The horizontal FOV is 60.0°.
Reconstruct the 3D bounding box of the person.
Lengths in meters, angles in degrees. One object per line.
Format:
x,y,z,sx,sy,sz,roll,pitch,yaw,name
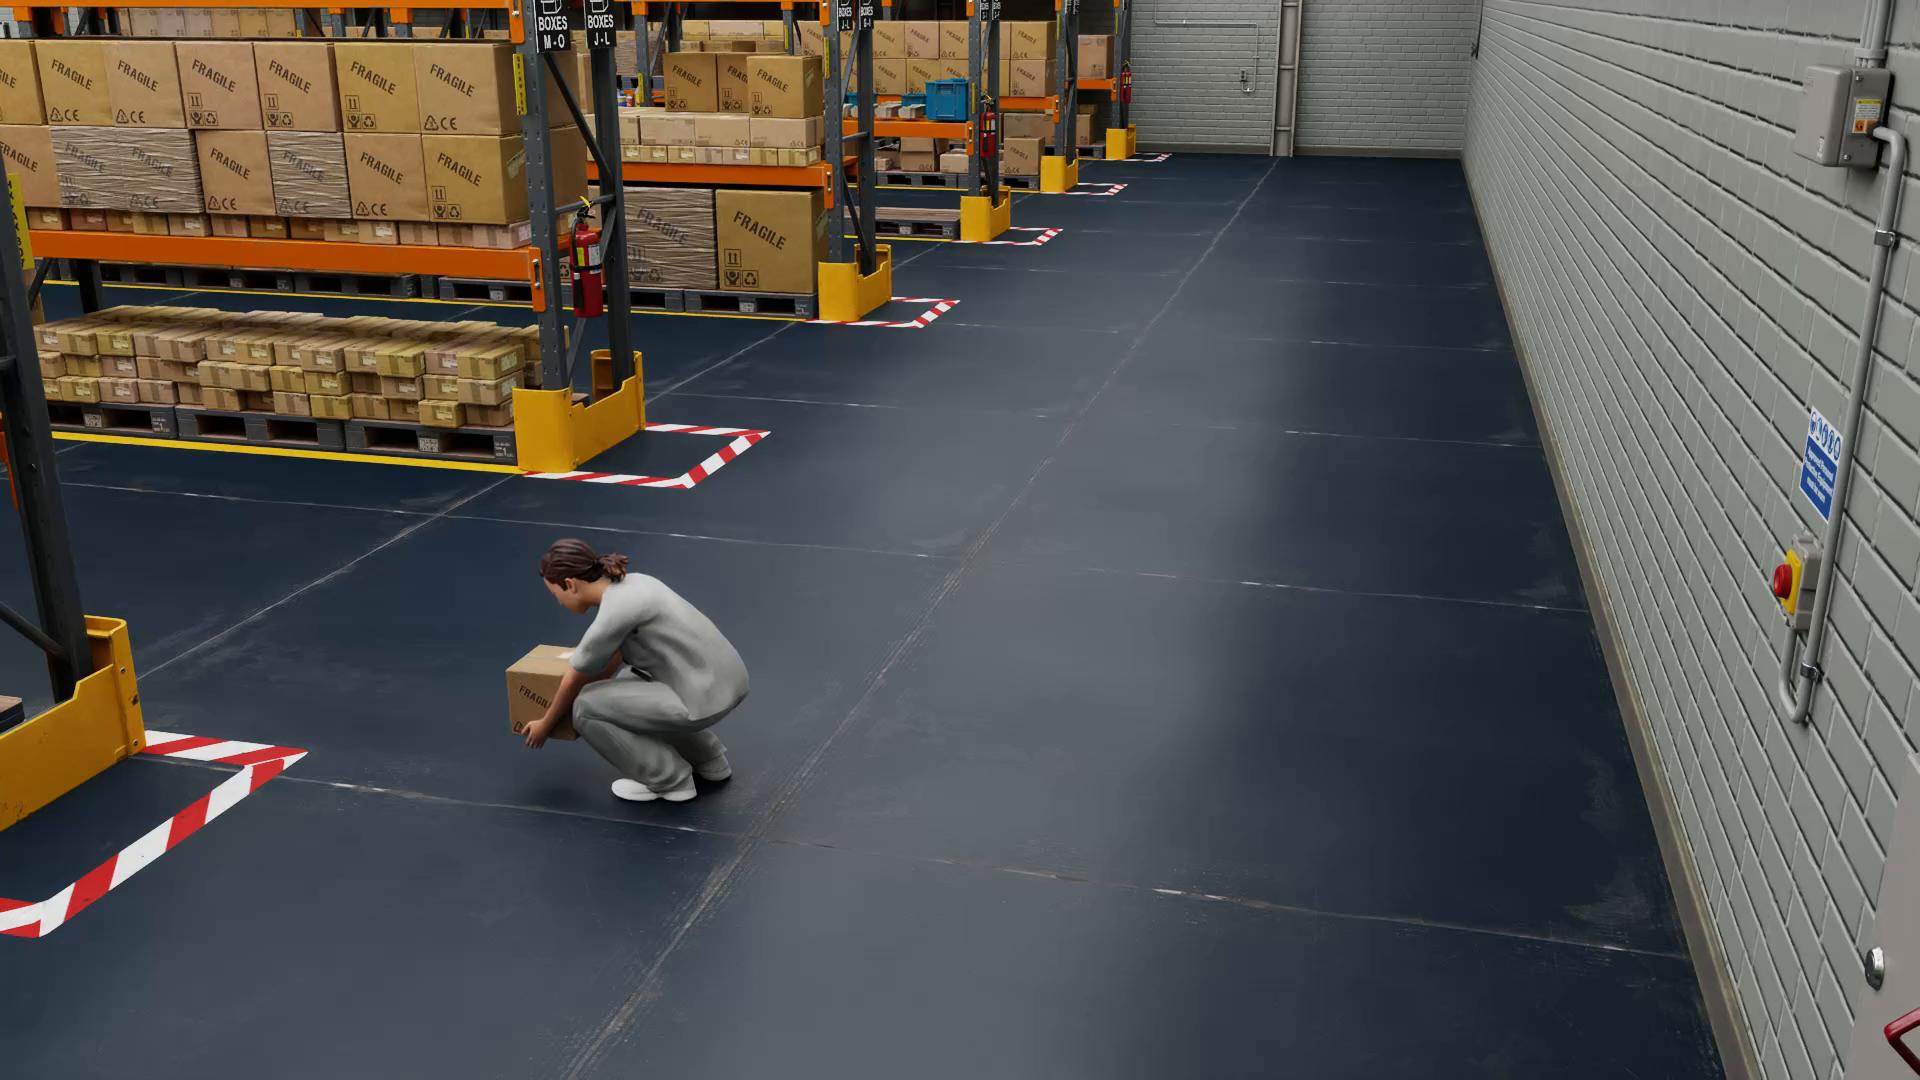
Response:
-1.152,0.443,5.907,0.792,0.939,0.475,4,19,13,person
